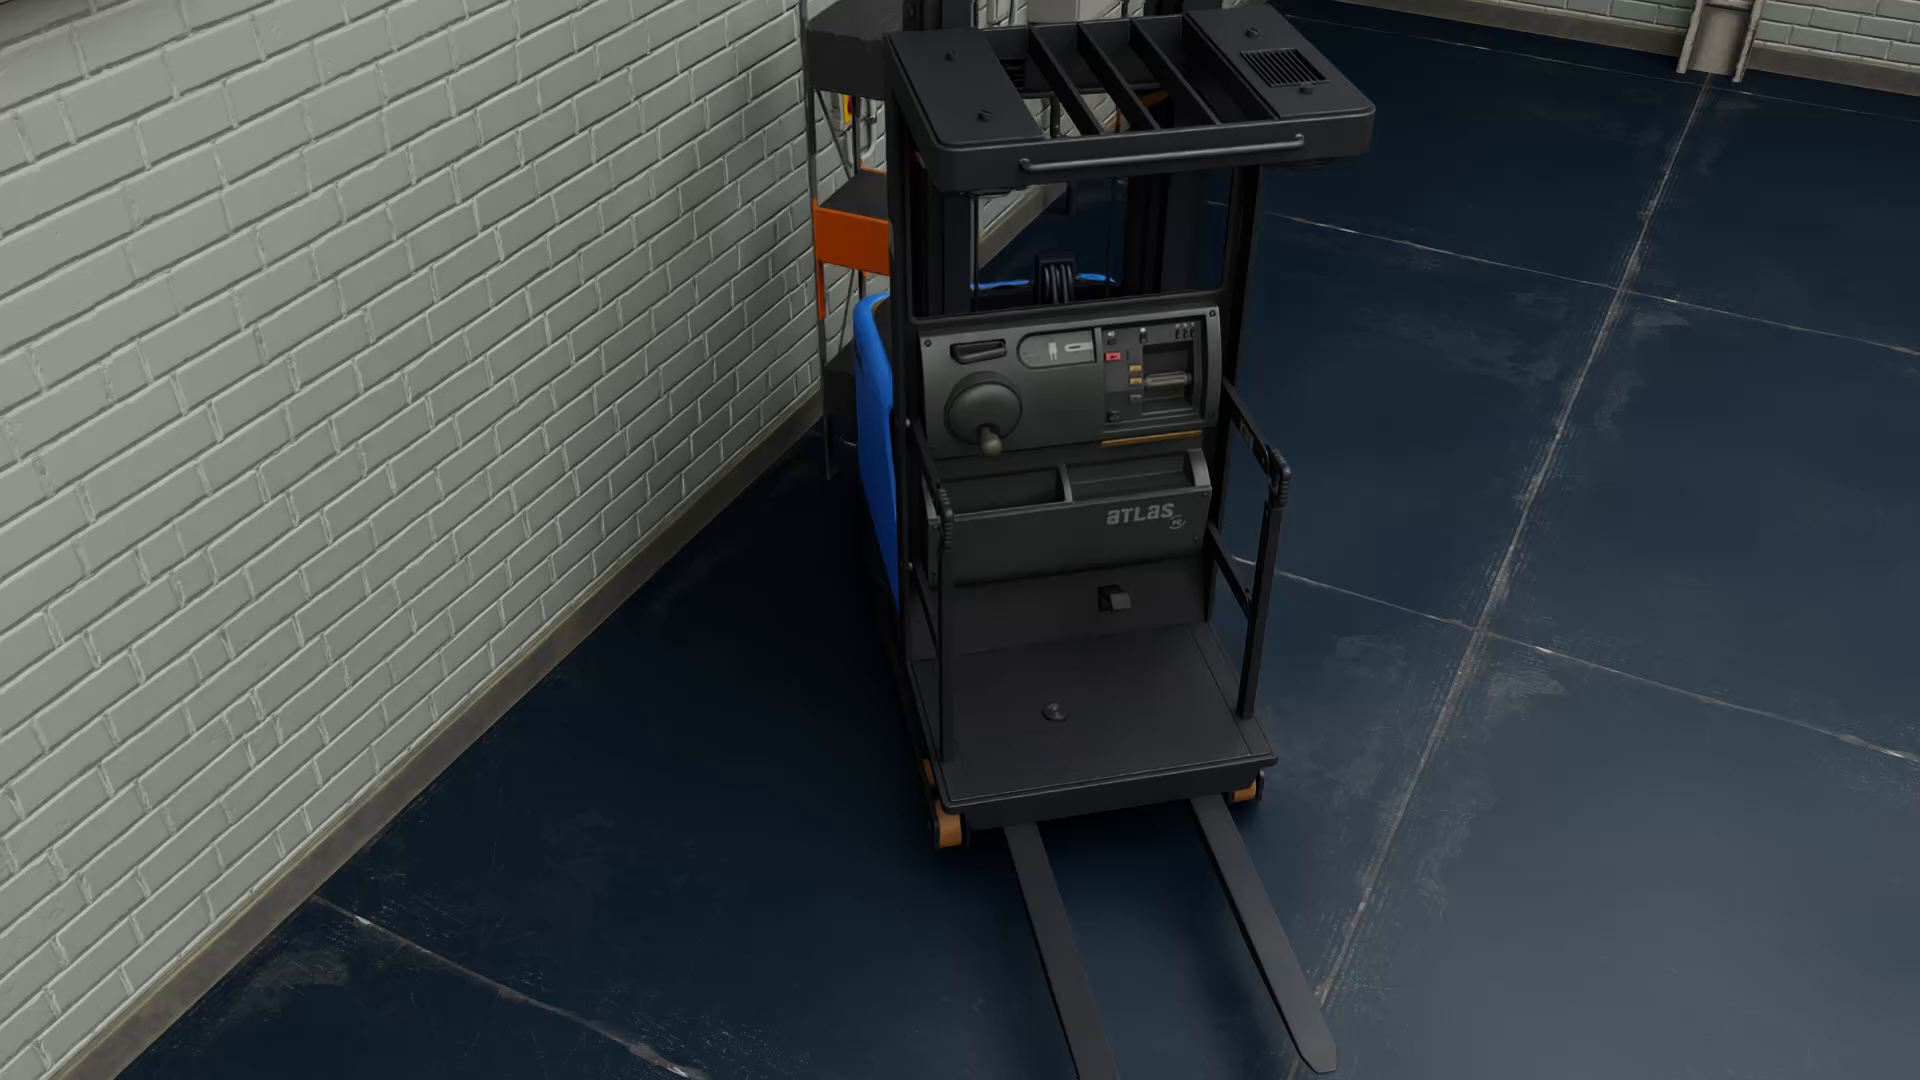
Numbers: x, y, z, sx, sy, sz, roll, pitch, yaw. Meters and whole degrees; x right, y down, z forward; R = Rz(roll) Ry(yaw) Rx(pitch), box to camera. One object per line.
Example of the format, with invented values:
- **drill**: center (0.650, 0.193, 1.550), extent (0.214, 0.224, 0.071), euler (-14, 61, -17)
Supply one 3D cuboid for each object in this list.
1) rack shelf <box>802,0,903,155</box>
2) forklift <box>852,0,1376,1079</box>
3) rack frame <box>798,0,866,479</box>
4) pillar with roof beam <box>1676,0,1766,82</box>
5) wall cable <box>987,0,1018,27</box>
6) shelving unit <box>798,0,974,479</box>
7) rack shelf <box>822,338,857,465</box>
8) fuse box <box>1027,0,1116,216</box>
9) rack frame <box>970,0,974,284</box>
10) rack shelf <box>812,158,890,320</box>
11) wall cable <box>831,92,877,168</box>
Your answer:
- **rack shelf**: center (-0.258, -1.695, 6.111), extent (0.480, 0.518, 0.431), euler (15, 40, 19)
- **forklift**: center (0.387, -0.413, 4.869), extent (1.130, 2.935, 3.031), euler (-7, 38, -9)
- **rack frame**: center (-0.481, -1.209, 6.605), extent (0.015, 2.100, 0.400), euler (15, 40, 19)
- **pillar with roof beam**: center (2.884, -4.322, 5.001), extent (0.400, 9.000, 9.100), euler (17, 41, 21)
- **wall cable**: center (0.189, -3.069, 7.472), extent (0.122, 1.984, 0.588), euler (17, 41, 21)
- **shelving unit**: center (-0.258, -1.148, 6.526), extent (0.503, 2.100, 0.431), euler (15, 40, 19)
- **rack shelf**: center (-0.258, -0.580, 6.958), extent (0.480, 0.518, 0.431), euler (15, 40, 19)
- **fuse box**: center (0.642, -2.474, 8.594), extent (0.414, 1.711, 0.539), euler (17, 41, 21)
- **rack frame**: center (-0.035, -1.088, 6.447), extent (0.015, 2.100, 0.400), euler (15, 40, 19)
- **rack shelf**: center (-0.258, -1.138, 6.535), extent (0.480, 0.518, 0.431), euler (15, 40, 19)
- **wall cable**: center (-0.453, -2.317, 6.455), extent (0.123, 1.953, 0.585), euler (17, 41, 21)
